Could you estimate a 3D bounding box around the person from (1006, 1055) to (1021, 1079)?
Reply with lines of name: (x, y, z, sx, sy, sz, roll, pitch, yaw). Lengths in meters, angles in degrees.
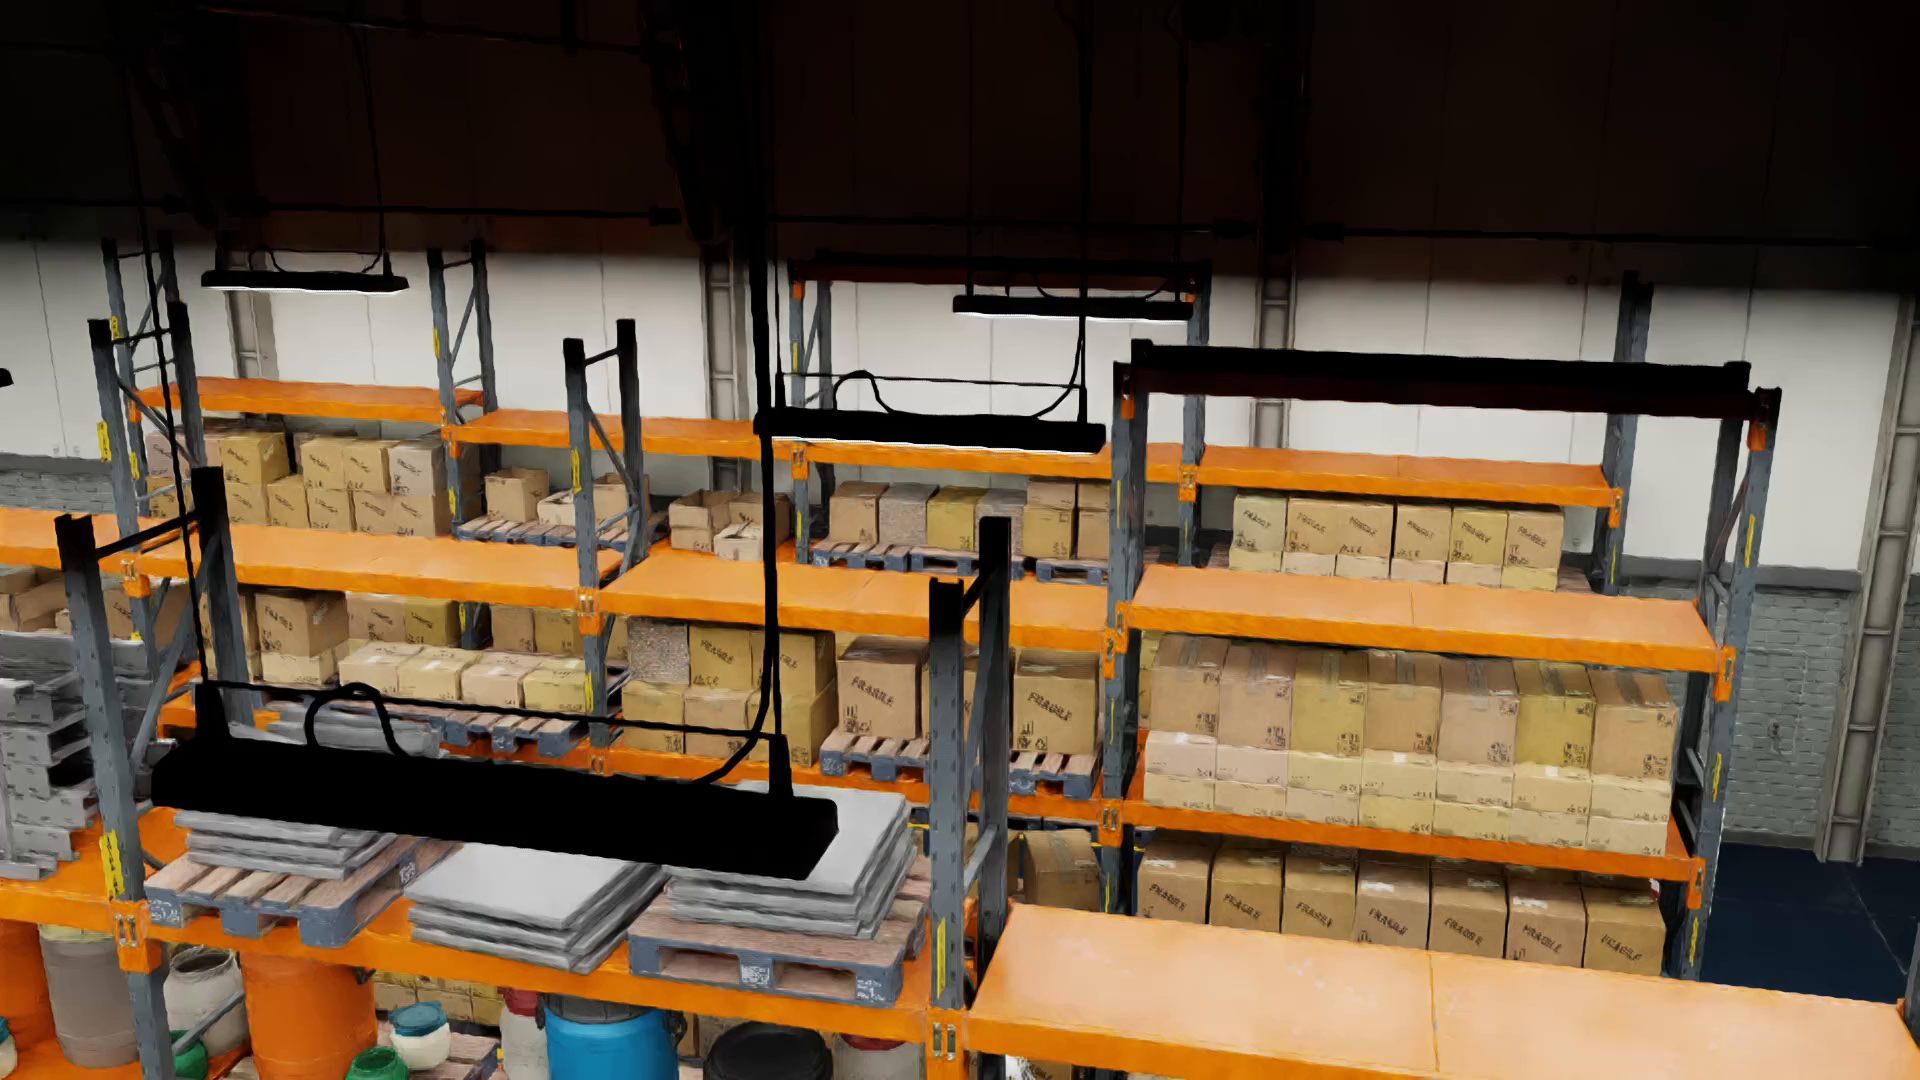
person: (0.402, 3.973, 11.695, 0.924, 1.586, 0.542, 4, 17, 15)
